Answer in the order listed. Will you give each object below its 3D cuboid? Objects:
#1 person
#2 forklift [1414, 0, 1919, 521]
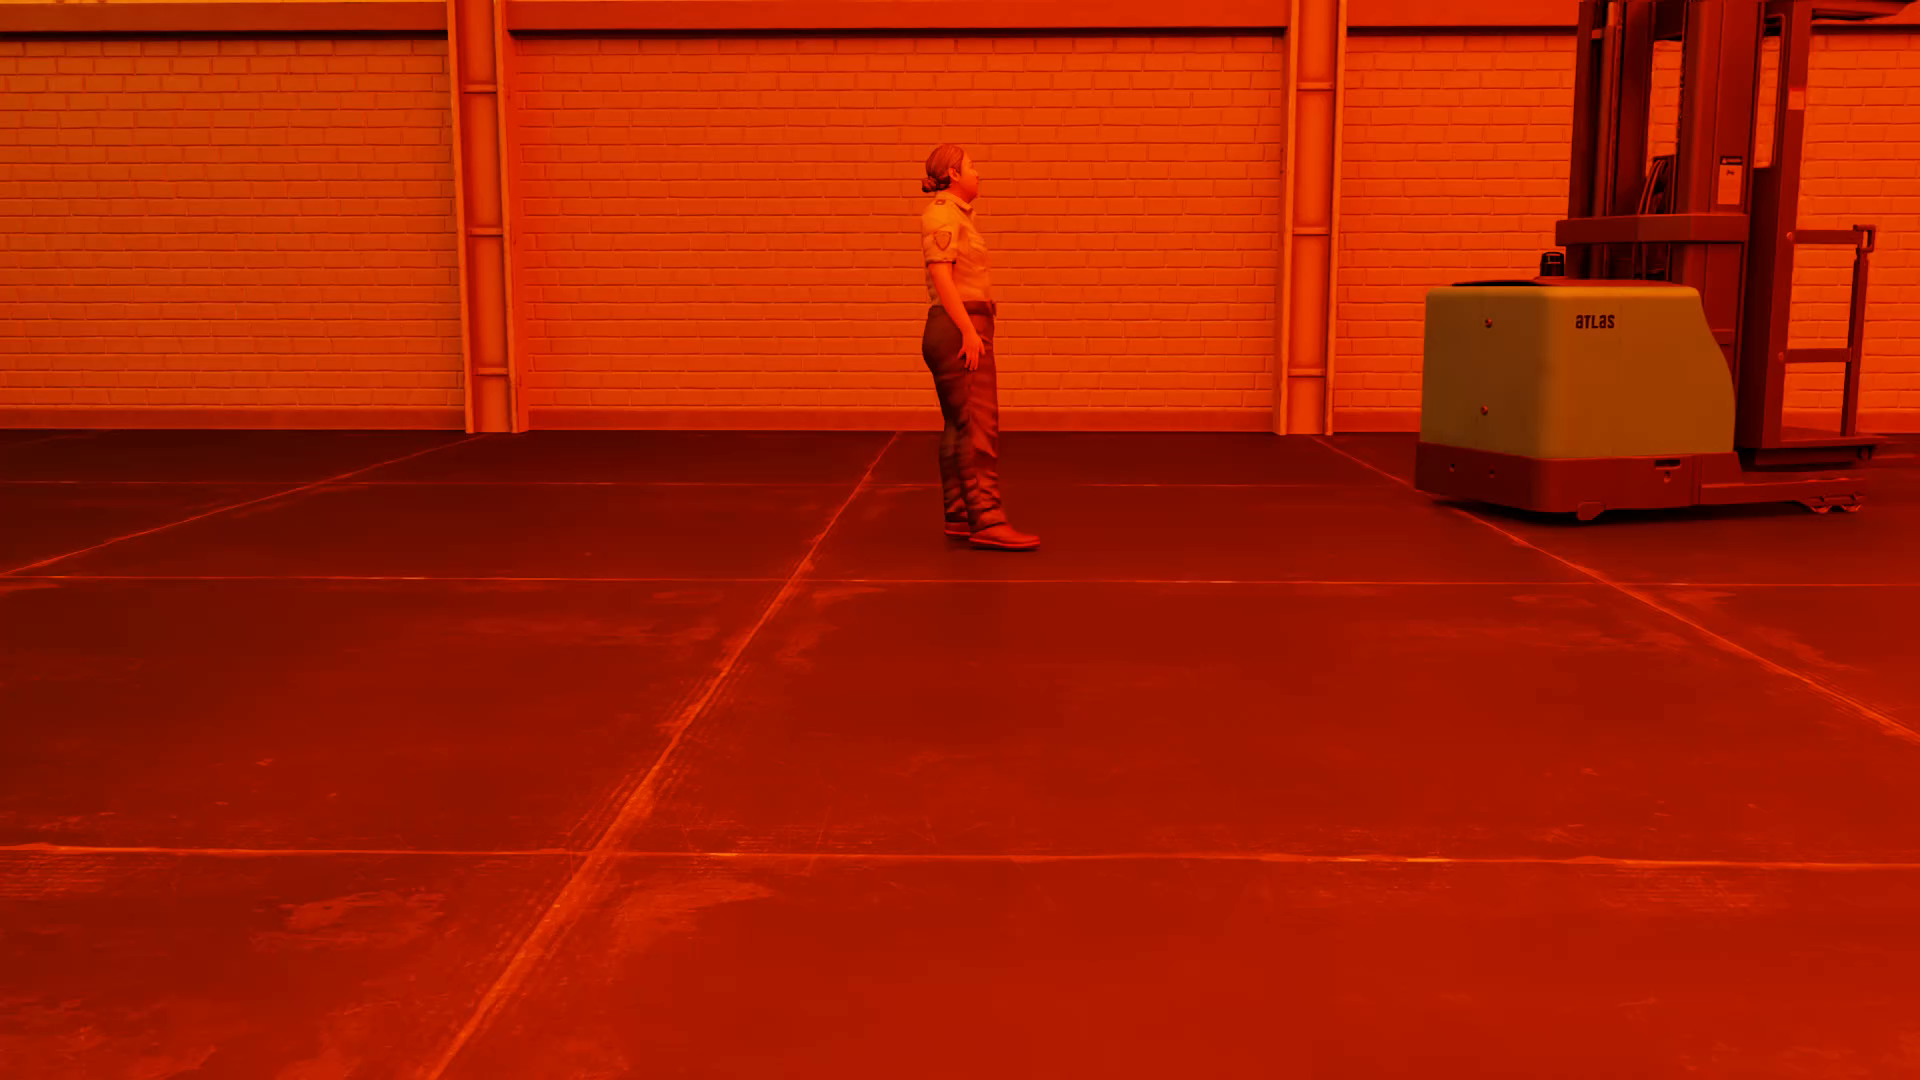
[{"bbox_3d":[0.089,-0.818,6.977,0.503,1.650,0.599,0,9,1],"label":"person"},{"bbox_3d":[3.853,-1.647,8.203,3.031,2.935,1.130,-3,9,-20],"label":"forklift"}]
